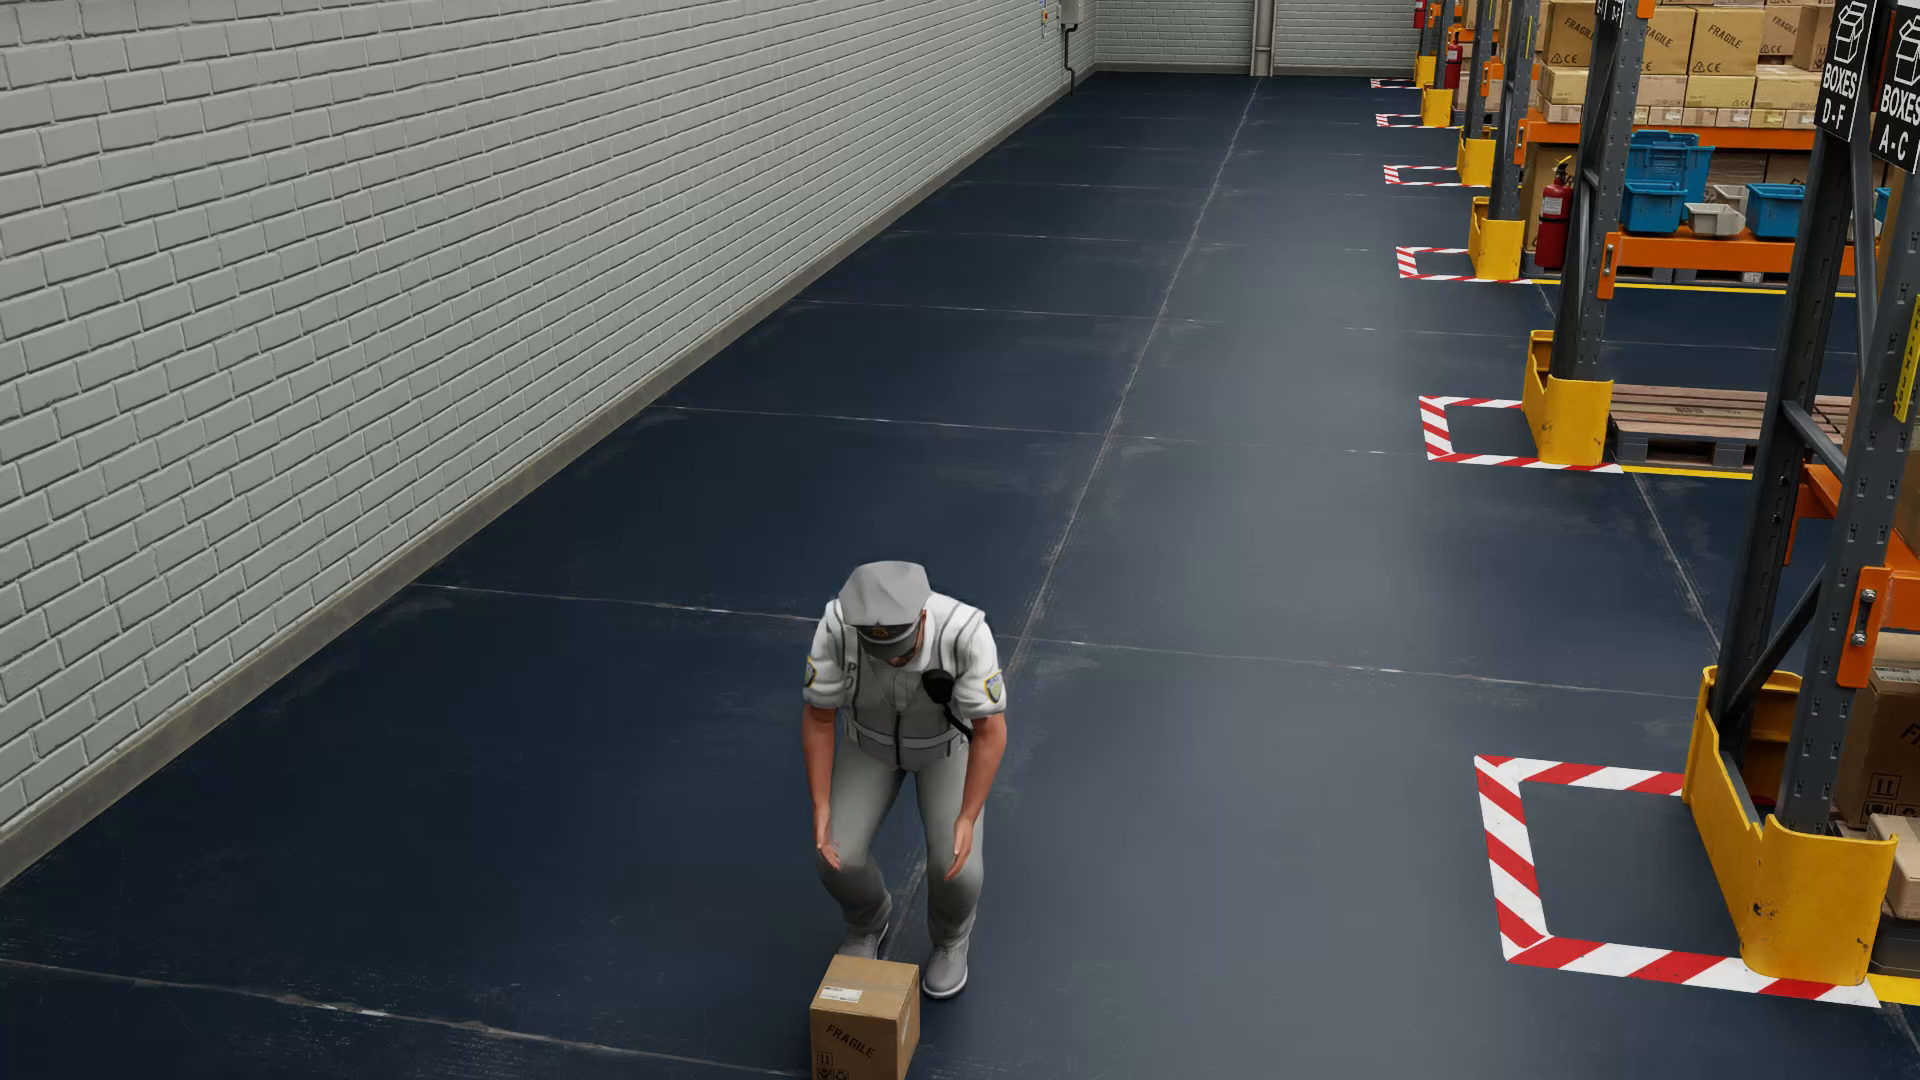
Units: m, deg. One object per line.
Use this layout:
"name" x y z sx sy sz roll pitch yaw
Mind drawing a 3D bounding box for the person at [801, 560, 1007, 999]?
"person" -0.142 0.659 4.836 0.590 1.439 0.792 4 22 11
